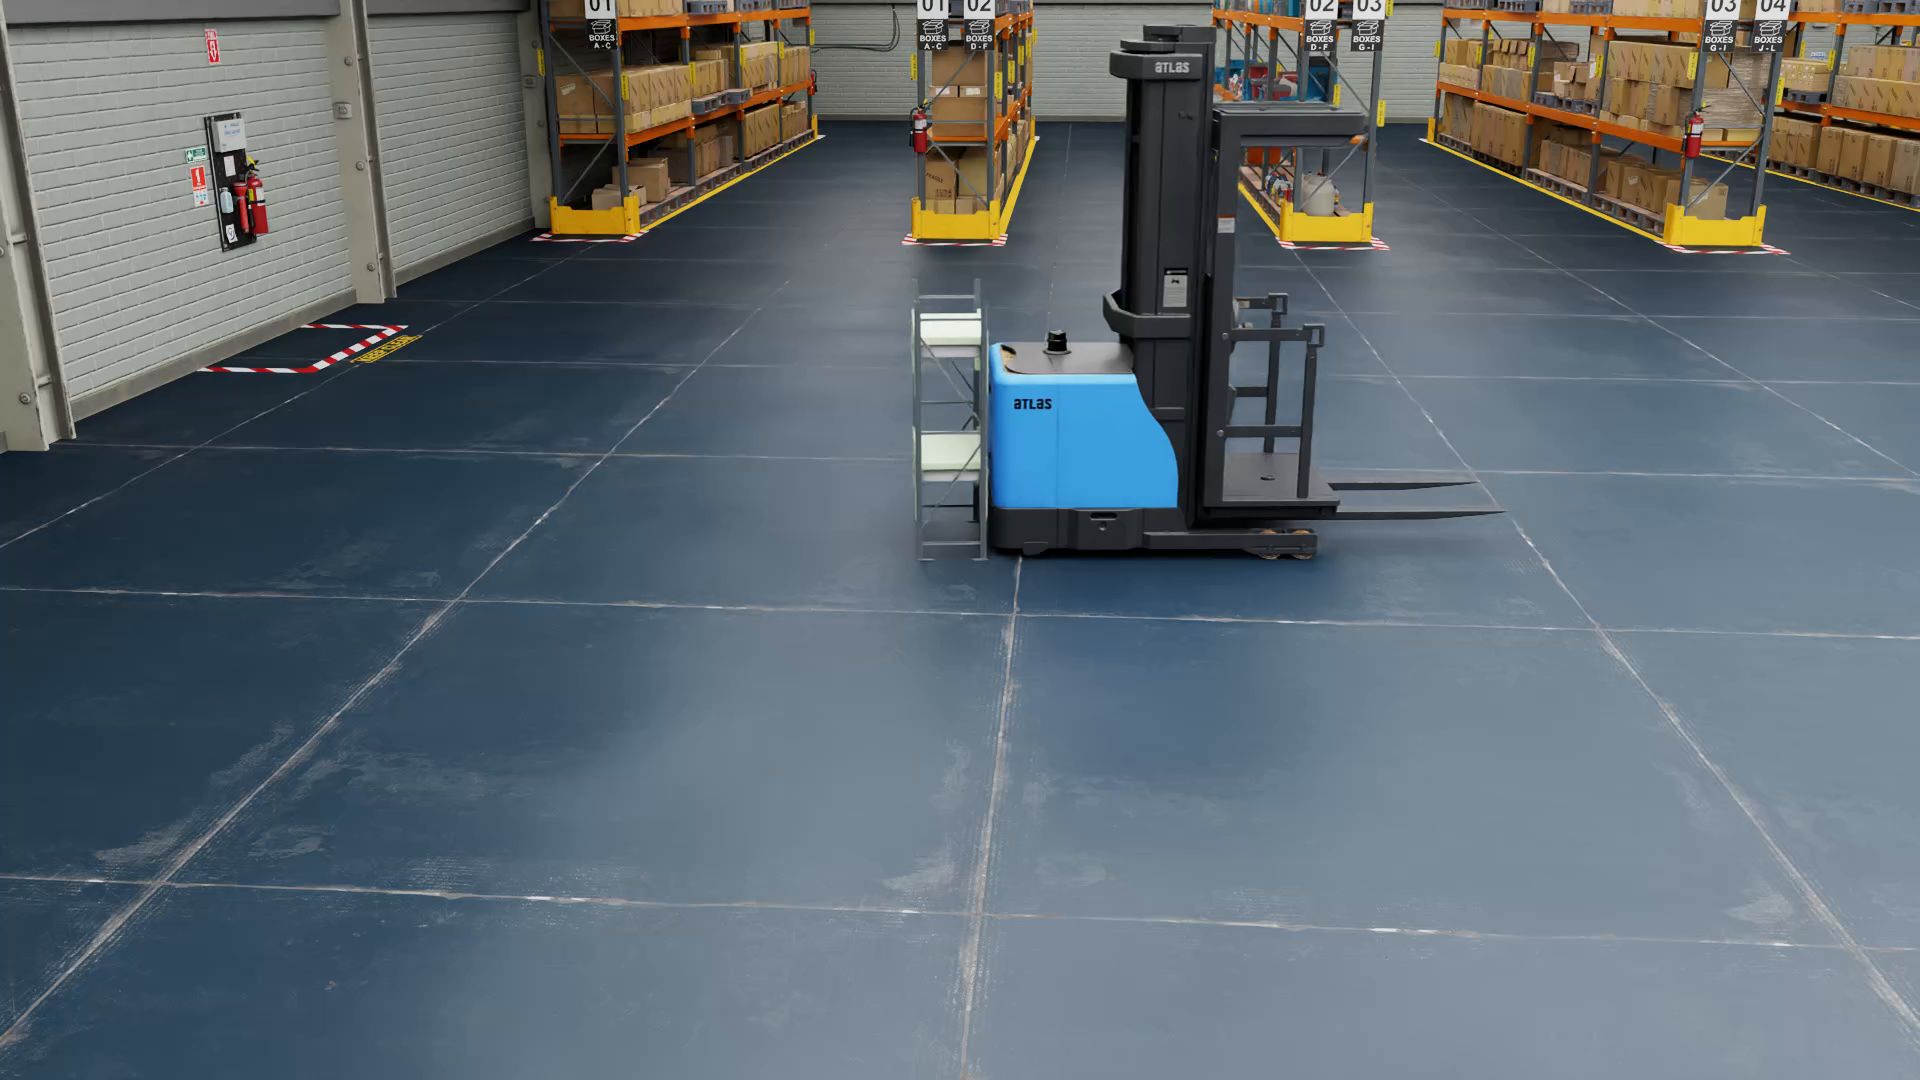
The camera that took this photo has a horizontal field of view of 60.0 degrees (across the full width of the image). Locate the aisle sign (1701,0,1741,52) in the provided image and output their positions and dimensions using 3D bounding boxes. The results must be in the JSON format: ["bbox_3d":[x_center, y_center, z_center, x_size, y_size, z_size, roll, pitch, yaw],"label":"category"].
[{"bbox_3d":[9.525,-6.506,20.788,0.394,0.787,0.004,1,18,4],"label":"aisle sign"}]

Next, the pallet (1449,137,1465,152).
[{"bbox_3d":[10.906,-8.300,34.914,1.003,0.211,1.213,1,18,4],"label":"pallet"}]

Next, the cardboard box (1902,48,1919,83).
[{"bbox_3d":[15.156,-7.378,25.855,0.700,0.500,0.500,1,18,4],"label":"cardboard box"}]

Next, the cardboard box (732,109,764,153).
[{"bbox_3d":[-4.167,-7.775,31.613,0.750,0.750,0.750,1,18,4],"label":"cardboard box"}]

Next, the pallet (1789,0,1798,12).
[{"bbox_3d":[15.407,-9.693,30.172,1.213,0.211,1.003,1,18,4],"label":"pallet"}]

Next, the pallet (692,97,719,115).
[{"bbox_3d":[-4.507,-7.001,26.779,1.003,0.211,1.213,1,18,4],"label":"pallet"}]

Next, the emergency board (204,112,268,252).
[{"bbox_3d":[-6.451,-3.222,14.939,0.194,1.169,0.643,1,18,4],"label":"emergency board"}]

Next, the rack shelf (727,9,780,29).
[{"bbox_3d":[-4.276,-9.805,31.366,1.077,0.370,4.000,1,18,4],"label":"rack shelf"}]

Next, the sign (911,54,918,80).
[{"bbox_3d":[-0.592,-6.185,21.742,0.100,0.325,0.005,1,18,4],"label":"sign"}]

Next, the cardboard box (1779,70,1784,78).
[{"bbox_3d":[15.014,-8.412,30.029,0.380,0.149,0.250,2,18,5],"label":"cardboard box"}]

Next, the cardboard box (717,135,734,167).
[{"bbox_3d":[-4.419,-6.896,29.461,0.700,0.500,0.500,2,18,5],"label":"cardboard box"}]

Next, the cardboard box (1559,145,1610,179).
[{"bbox_3d":[10.313,-6.232,27.433,0.700,0.500,0.500,3,18,9],"label":"cardboard box"}]

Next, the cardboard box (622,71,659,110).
[{"bbox_3d":[-4.571,-6.365,23.536,0.500,0.500,0.500,1,18,2],"label":"cardboard box"}]

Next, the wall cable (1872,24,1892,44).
[{"bbox_3d":[22.656,-12.238,40.823,0.588,1.984,0.122,1,18,4],"label":"wall cable"}]

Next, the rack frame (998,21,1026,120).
[{"bbox_3d":[0.808,-9.233,33.283,1.000,3.000,0.127,1,18,4],"label":"rack frame"}]

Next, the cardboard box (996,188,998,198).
[{"bbox_3d":[0.277,-4.871,23.713,0.500,0.250,0.500,1,18,4],"label":"cardboard box"}]

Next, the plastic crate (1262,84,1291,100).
[{"bbox_3d":[4.905,-6.824,25.829,0.402,0.464,0.583,1,18,4],"label":"plastic crate"}]

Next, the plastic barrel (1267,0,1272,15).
[{"bbox_3d":[4.995,-8.463,25.311,0.600,0.901,0.708,1,18,4],"label":"plastic barrel"}]

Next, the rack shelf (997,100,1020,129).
[{"bbox_3d":[0.378,-7.028,27.708,1.077,0.370,4.000,1,18,4],"label":"rack shelf"}]

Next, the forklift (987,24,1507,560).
[{"bbox_3d":[1.683,-1.446,9.629,3.031,2.935,1.130,0,18,-1],"label":"forklift"}]

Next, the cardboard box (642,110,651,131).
[{"bbox_3d":[-4.619,-5.860,23.197,0.500,0.250,0.500,1,18,2],"label":"cardboard box"}]

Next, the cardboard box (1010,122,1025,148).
[{"bbox_3d":[1.015,-7.941,32.649,0.500,0.500,0.500,1,18,4],"label":"cardboard box"}]

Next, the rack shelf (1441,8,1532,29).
[{"bbox_3d":[10.832,-10.715,34.145,1.077,0.370,4.000,1,18,4],"label":"rack shelf"}]

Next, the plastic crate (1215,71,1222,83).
[{"bbox_3d":[5.573,-9.741,35.006,0.416,0.233,0.300,1,18,4],"label":"plastic crate"}]

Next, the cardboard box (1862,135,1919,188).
[{"bbox_3d":[15.083,-6.009,26.382,1.050,0.750,0.750,1,18,4],"label":"cardboard box"}]

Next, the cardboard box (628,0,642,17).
[{"bbox_3d":[-4.646,-7.362,22.564,0.500,0.500,0.500,2,18,8],"label":"cardboard box"}]

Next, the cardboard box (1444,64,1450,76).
[{"bbox_3d":[10.641,-10.018,35.443,0.500,0.250,0.500,1,18,3],"label":"cardboard box"}]

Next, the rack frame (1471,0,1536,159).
[{"bbox_3d":[10.689,-9.011,32.605,1.000,3.000,0.127,1,18,4],"label":"rack frame"}]

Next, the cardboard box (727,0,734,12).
[{"bbox_3d":[-4.202,-9.263,28.669,0.500,0.311,0.500,1,18,4],"label":"cardboard box"}]

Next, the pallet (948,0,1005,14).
[{"bbox_3d":[0.109,-7.488,23.284,1.003,0.211,1.213,1,18,4],"label":"pallet"}]

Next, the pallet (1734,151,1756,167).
[{"bbox_3d":[15.574,-7.302,31.867,1.003,0.211,1.213,1,18,4],"label":"pallet"}]

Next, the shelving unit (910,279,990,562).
[{"bbox_3d":[-0.066,-0.709,9.679,0.431,1.500,0.755,-1,18,-2],"label":"shelving unit"}]

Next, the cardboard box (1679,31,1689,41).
[{"bbox_3d":[15.618,-10.641,35.337,0.500,0.500,0.500,1,18,4],"label":"cardboard box"}]

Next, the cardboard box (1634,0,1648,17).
[{"bbox_3d":[9.748,-7.428,23.197,0.500,0.250,0.500,1,18,2],"label":"cardboard box"}]

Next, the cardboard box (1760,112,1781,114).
[{"bbox_3d":[15.312,-8.013,31.696,0.500,0.250,0.500,0,18,1],"label":"cardboard box"}]

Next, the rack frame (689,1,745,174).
[{"bbox_3d":[-4.420,-8.100,29.826,1.000,3.000,0.127,1,18,4],"label":"rack frame"}]

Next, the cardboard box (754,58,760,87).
[{"bbox_3d":[-4.046,-8.760,31.170,0.500,0.500,0.500,1,18,4],"label":"cardboard box"}]

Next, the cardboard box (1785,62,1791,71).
[{"bbox_3d":[14.997,-8.469,29.724,0.380,0.149,0.250,1,18,4],"label":"cardboard box"}]

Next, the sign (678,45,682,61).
[{"bbox_3d":[-4.974,-8.662,29.680,0.100,0.325,0.005,1,18,4],"label":"sign"}]

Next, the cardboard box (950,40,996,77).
[{"bbox_3d":[0.174,-7.117,24.583,0.700,0.500,0.500,1,18,4],"label":"cardboard box"}]

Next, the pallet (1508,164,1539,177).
[{"bbox_3d":[10.534,-6.686,29.990,1.003,0.211,1.213,1,18,4],"label":"pallet"}]

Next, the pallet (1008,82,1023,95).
[{"bbox_3d":[0.656,-8.503,31.365,1.003,0.211,1.213,1,18,4],"label":"pallet"}]

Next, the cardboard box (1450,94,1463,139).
[{"bbox_3d":[10.944,-8.960,35.187,0.875,0.875,0.875,1,18,4],"label":"cardboard box"}]

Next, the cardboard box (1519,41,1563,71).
[{"bbox_3d":[10.520,-8.722,29.951,0.797,0.503,0.637,2,18,5],"label":"cardboard box"}]

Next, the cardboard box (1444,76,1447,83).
[{"bbox_3d":[10.586,-9.871,35.635,0.380,0.149,0.250,1,18,3],"label":"cardboard box"}]

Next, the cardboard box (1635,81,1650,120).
[{"bbox_3d":[9.938,-6.110,23.114,0.875,0.500,0.500,1,18,4],"label":"cardboard box"}]

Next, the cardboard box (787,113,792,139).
[{"bbox_3d":[-3.938,-8.740,35.119,0.700,0.500,0.500,1,18,3],"label":"cardboard box"}]

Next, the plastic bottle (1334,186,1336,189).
[{"bbox_3d":[5.364,-4.939,23.833,0.061,0.283,0.133,2,18,5],"label":"plastic bottle"}]

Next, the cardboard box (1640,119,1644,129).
[{"bbox_3d":[9.733,-5.802,23.215,0.380,0.149,0.250,1,18,4],"label":"cardboard box"}]

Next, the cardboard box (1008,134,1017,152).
[{"bbox_3d":[0.729,-6.982,29.254,0.500,0.311,0.500,2,18,5],"label":"cardboard box"}]

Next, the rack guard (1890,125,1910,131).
[{"bbox_3d":[20.862,-8.851,36.133,1.175,0.500,0.348,1,18,4],"label":"rack guard"}]

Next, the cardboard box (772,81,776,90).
[{"bbox_3d":[-3.869,-9.042,33.073,0.380,0.149,0.250,2,18,5],"label":"cardboard box"}]
